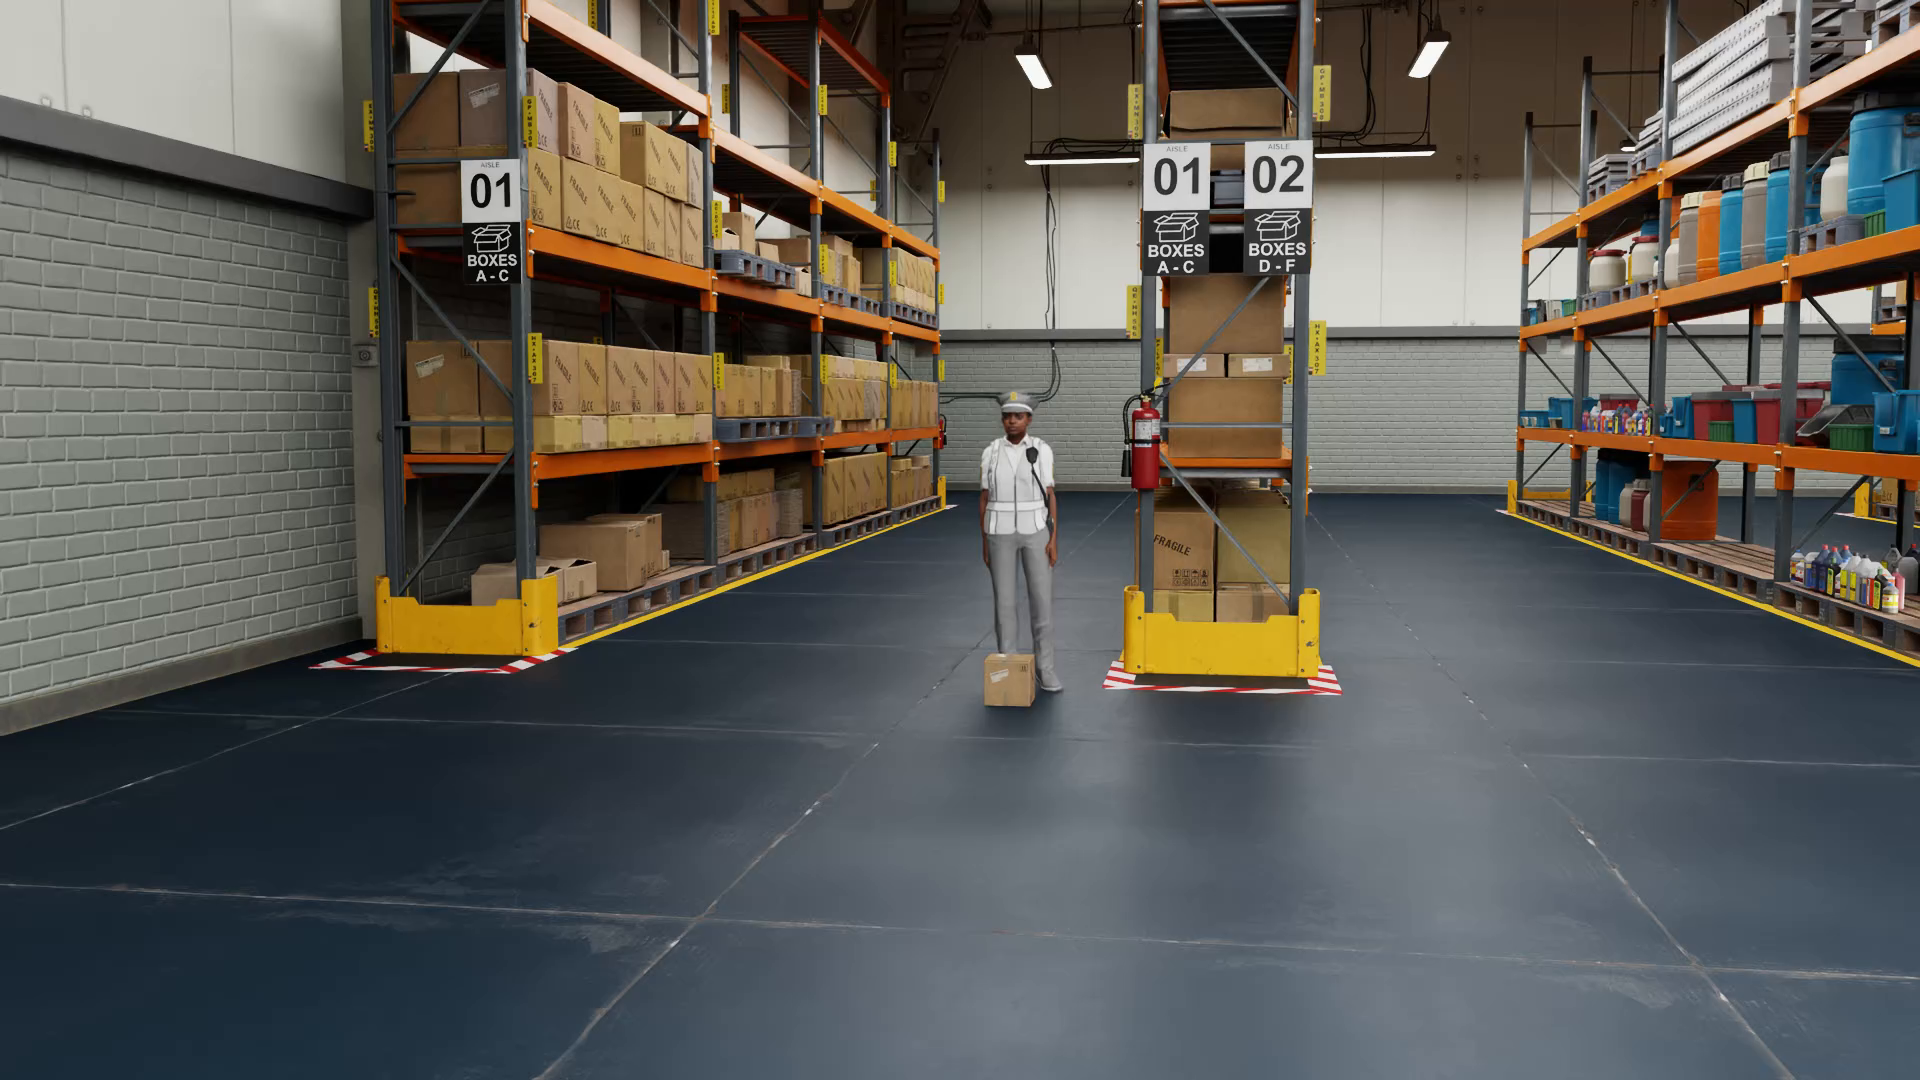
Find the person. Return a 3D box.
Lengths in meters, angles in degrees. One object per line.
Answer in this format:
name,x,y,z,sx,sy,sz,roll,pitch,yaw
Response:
person,0.351,0.001,9.549,0.493,1.714,0.350,1,5,8
